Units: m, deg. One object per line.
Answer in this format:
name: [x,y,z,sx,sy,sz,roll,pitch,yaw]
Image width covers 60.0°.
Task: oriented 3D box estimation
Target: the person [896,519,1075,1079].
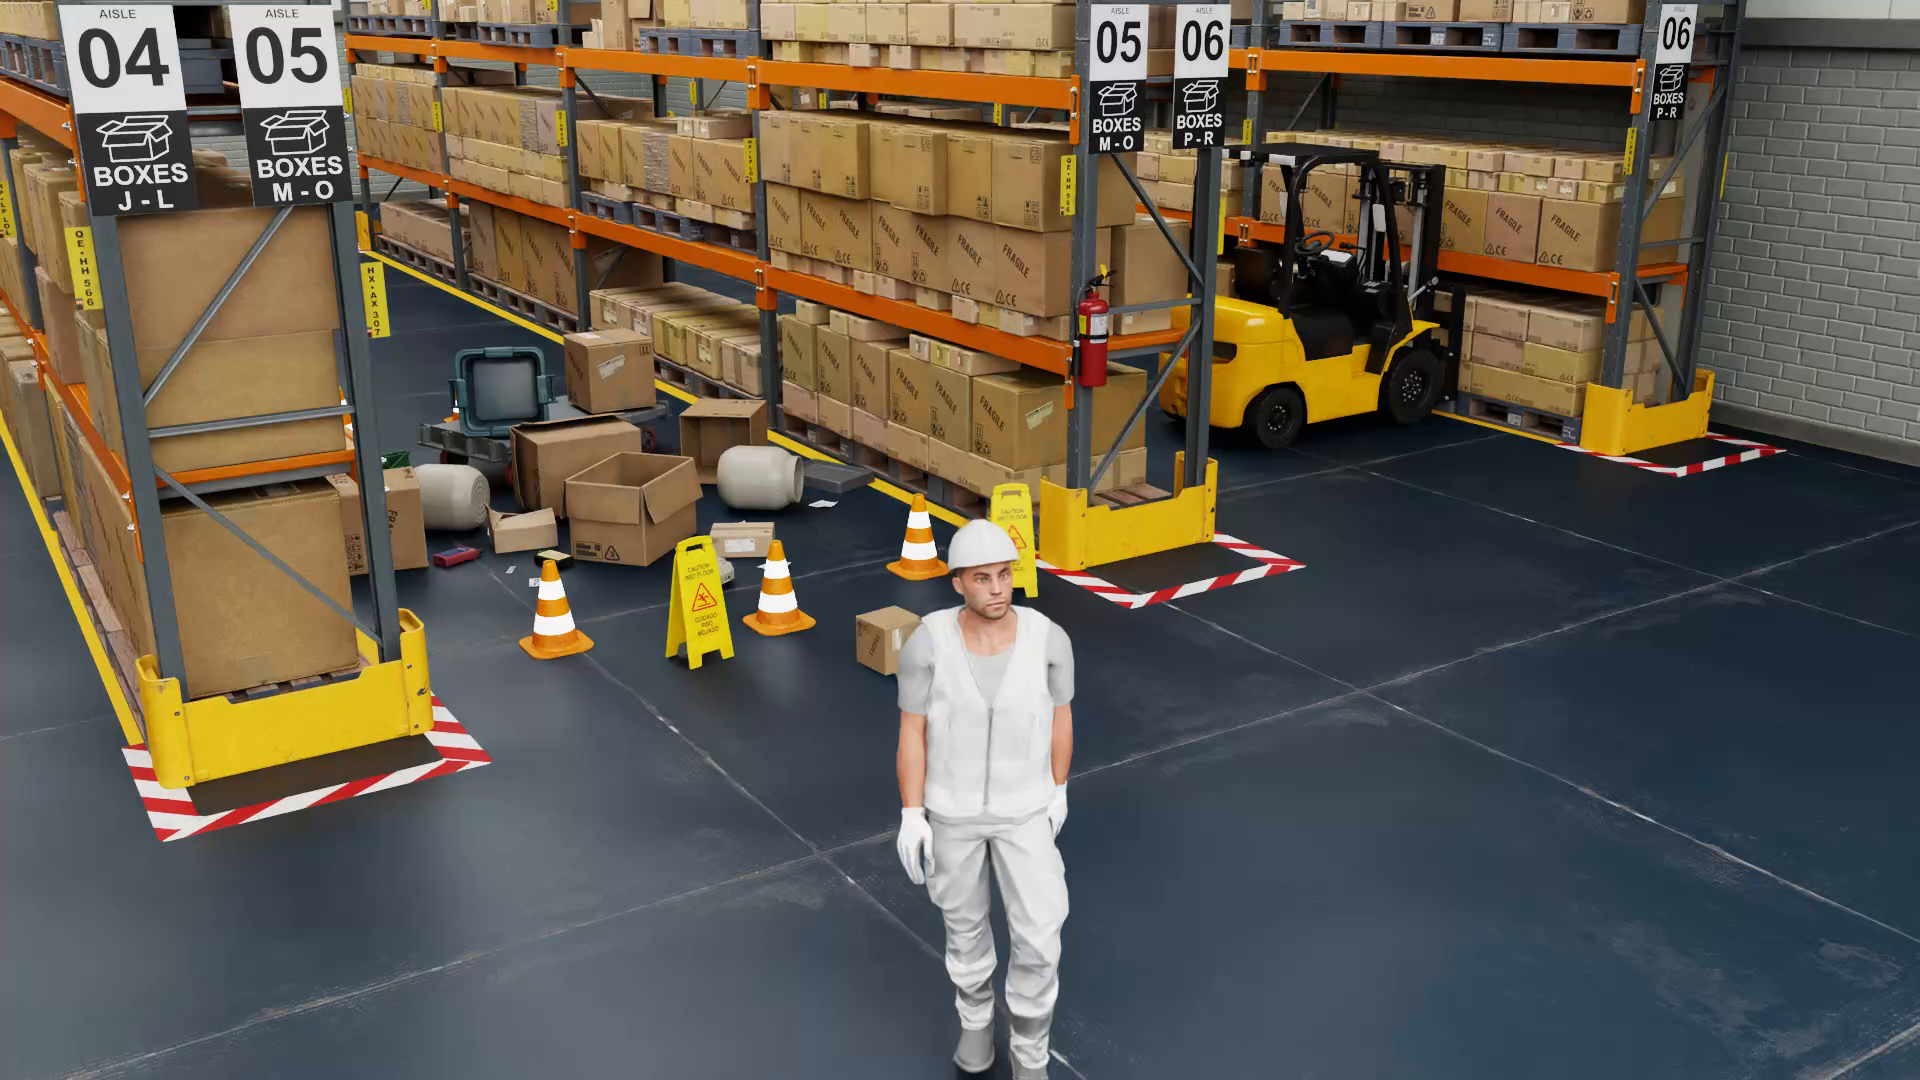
person: [0.077,0.837,4.932,0.528,1.839,0.495,0,18,0]
